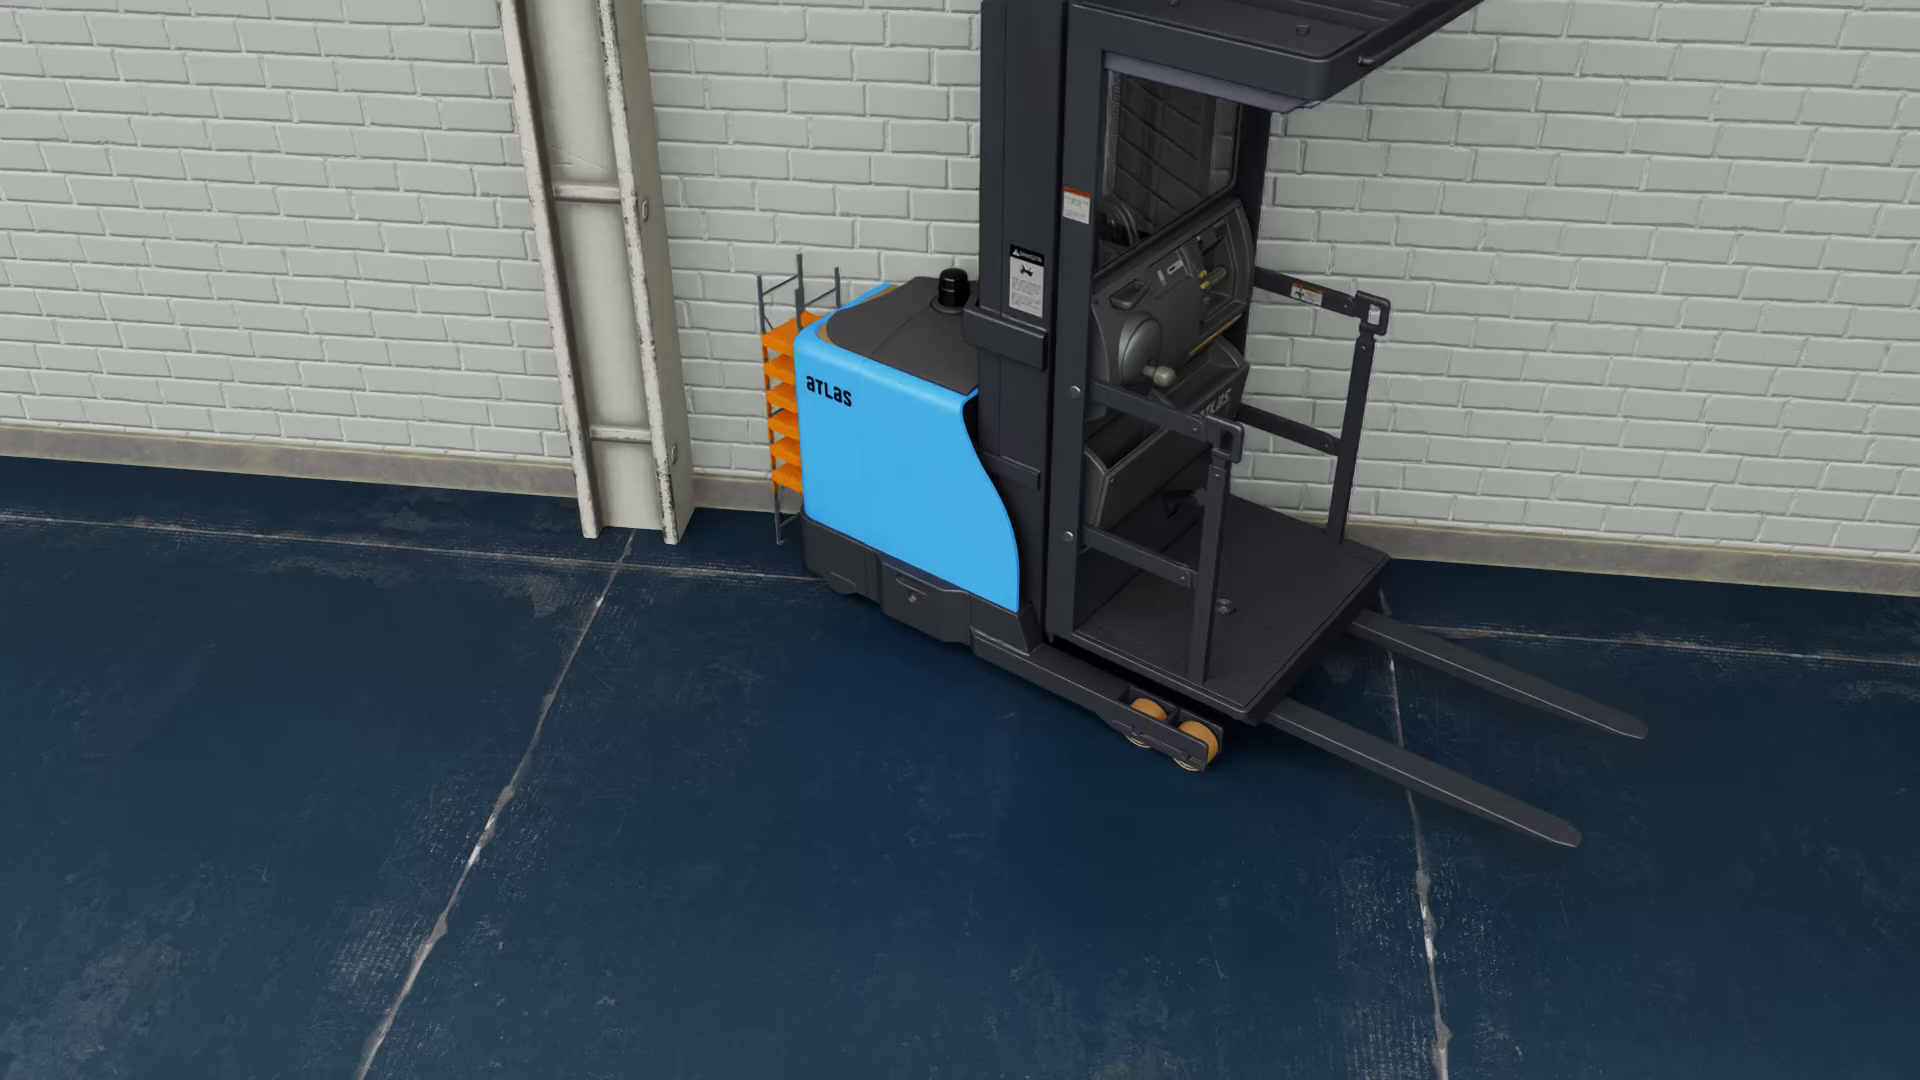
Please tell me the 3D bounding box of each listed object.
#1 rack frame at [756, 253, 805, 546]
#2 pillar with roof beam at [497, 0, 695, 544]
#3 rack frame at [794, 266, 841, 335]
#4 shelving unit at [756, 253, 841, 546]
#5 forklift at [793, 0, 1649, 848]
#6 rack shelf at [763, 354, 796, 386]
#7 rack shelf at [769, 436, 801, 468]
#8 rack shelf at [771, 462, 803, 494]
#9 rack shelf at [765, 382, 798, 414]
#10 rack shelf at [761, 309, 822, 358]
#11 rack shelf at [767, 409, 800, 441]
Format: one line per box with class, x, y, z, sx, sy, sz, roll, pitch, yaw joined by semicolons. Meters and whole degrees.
rack frame;-0.664;-0.521;6.447;0.006;1.200;0.240;24;42;29
pillar with roof beam;-1.866;-1.268;0.781;0.400;9.000;9.100;4;36;6
rack frame;-0.518;-0.457;6.357;0.006;1.200;0.240;24;42;29
shelving unit;-0.591;-0.489;6.402;0.189;1.200;0.258;24;42;29
forklift;0.868;-0.761;5.293;3.031;2.935;1.130;24;42;29
rack shelf;-0.590;-0.649;6.289;0.180;0.103;0.258;24;42;29
rack shelf;-0.591;-0.355;6.497;0.180;0.103;0.258;24;42;29
rack shelf;-0.591;-0.257;6.567;0.180;0.103;0.258;24;42;29
rack shelf;-0.591;-0.551;6.358;0.180;0.103;0.258;24;42;29
rack shelf;-0.590;-0.747;6.219;0.180;0.103;0.258;24;42;29
rack shelf;-0.591;-0.453;6.428;0.180;0.103;0.258;24;42;29
